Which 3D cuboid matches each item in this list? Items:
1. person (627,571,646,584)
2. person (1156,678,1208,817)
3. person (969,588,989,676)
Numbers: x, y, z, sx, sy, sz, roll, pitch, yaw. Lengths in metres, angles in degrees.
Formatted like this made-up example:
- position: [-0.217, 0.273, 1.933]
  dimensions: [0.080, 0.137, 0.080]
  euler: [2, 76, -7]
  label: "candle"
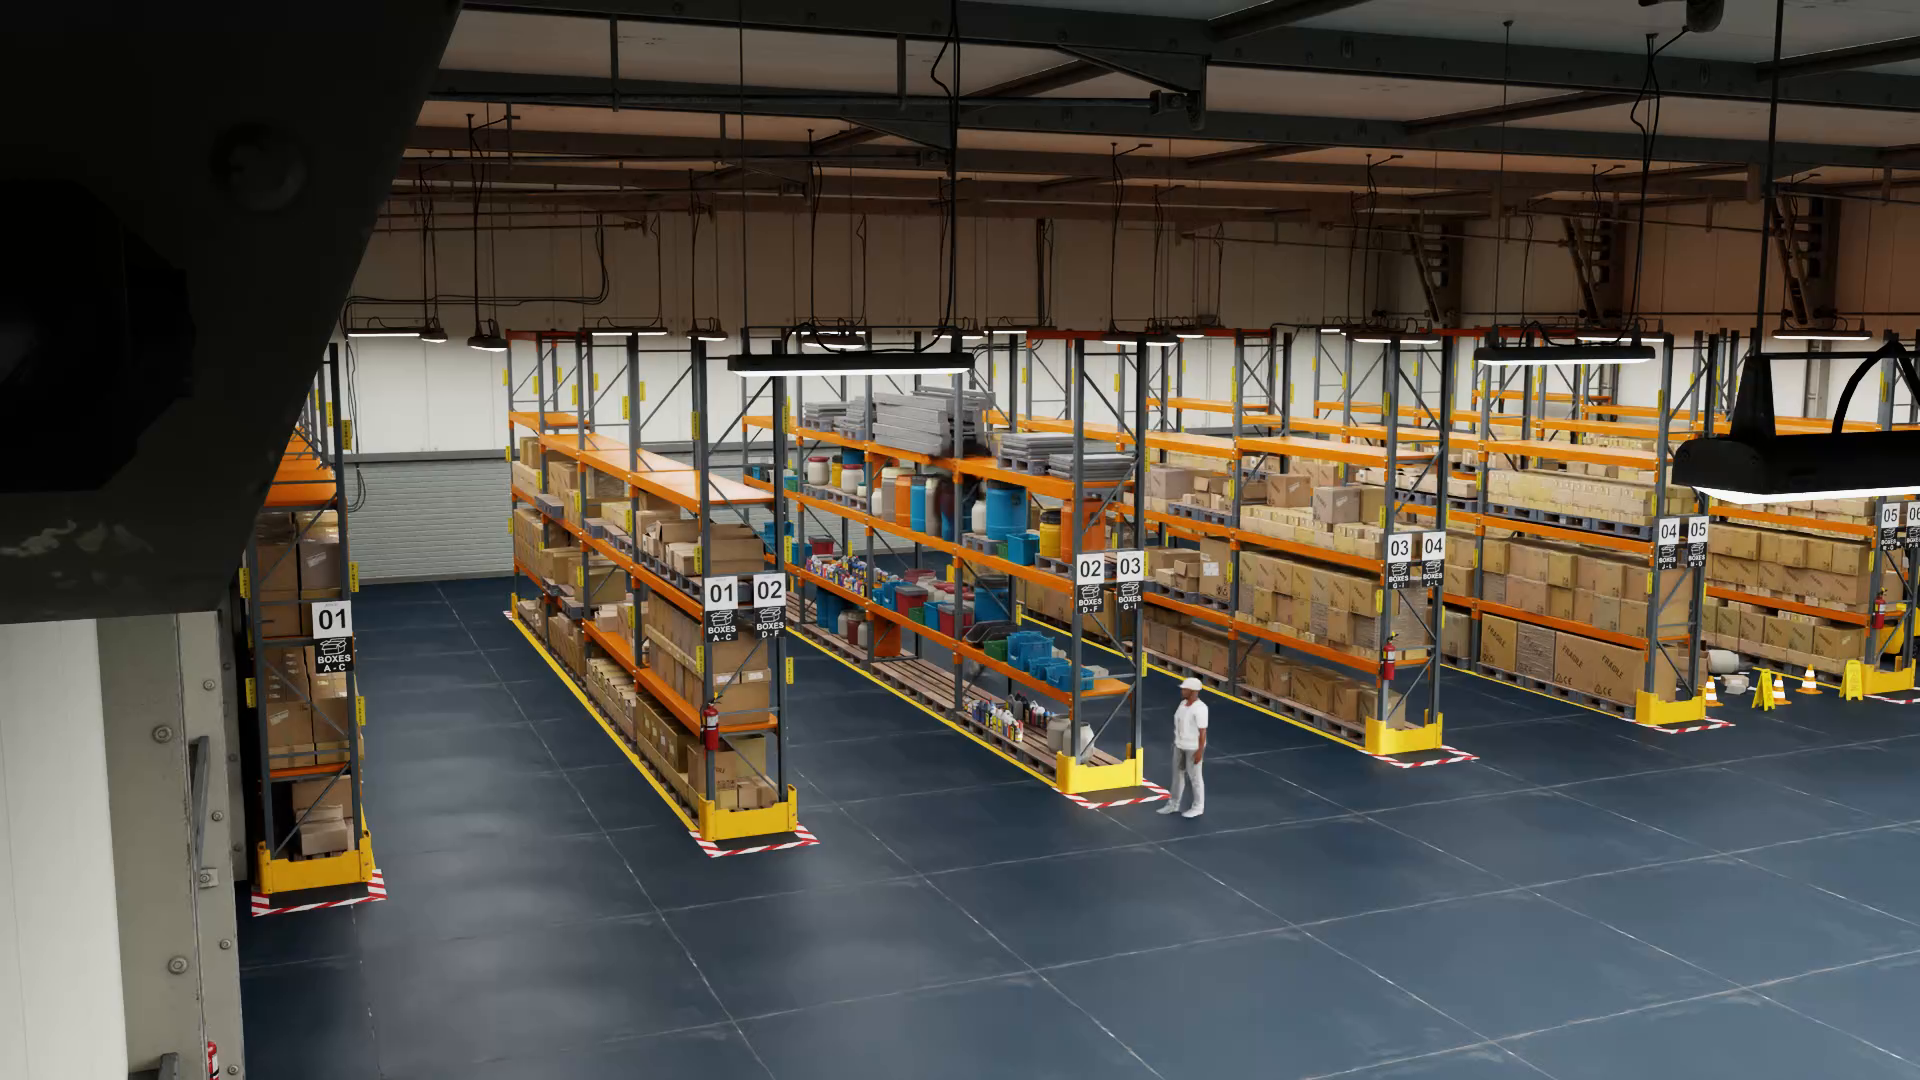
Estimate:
- position: [-6.669, 0.711, 34.919]
  dimensions: [0.654, 1.783, 0.605]
  euler: [2, 8, 15]
  label: "person"
- position: [2.835, 2.615, 20.970]
  dimensions: [0.485, 1.786, 0.630]
  euler: [-5, 9, -30]
  label: "person"
- position: [0.348, 1.530, 29.042]
  dimensions: [0.419, 1.676, 0.532]
  euler: [3, 8, 22]
  label: "person"
